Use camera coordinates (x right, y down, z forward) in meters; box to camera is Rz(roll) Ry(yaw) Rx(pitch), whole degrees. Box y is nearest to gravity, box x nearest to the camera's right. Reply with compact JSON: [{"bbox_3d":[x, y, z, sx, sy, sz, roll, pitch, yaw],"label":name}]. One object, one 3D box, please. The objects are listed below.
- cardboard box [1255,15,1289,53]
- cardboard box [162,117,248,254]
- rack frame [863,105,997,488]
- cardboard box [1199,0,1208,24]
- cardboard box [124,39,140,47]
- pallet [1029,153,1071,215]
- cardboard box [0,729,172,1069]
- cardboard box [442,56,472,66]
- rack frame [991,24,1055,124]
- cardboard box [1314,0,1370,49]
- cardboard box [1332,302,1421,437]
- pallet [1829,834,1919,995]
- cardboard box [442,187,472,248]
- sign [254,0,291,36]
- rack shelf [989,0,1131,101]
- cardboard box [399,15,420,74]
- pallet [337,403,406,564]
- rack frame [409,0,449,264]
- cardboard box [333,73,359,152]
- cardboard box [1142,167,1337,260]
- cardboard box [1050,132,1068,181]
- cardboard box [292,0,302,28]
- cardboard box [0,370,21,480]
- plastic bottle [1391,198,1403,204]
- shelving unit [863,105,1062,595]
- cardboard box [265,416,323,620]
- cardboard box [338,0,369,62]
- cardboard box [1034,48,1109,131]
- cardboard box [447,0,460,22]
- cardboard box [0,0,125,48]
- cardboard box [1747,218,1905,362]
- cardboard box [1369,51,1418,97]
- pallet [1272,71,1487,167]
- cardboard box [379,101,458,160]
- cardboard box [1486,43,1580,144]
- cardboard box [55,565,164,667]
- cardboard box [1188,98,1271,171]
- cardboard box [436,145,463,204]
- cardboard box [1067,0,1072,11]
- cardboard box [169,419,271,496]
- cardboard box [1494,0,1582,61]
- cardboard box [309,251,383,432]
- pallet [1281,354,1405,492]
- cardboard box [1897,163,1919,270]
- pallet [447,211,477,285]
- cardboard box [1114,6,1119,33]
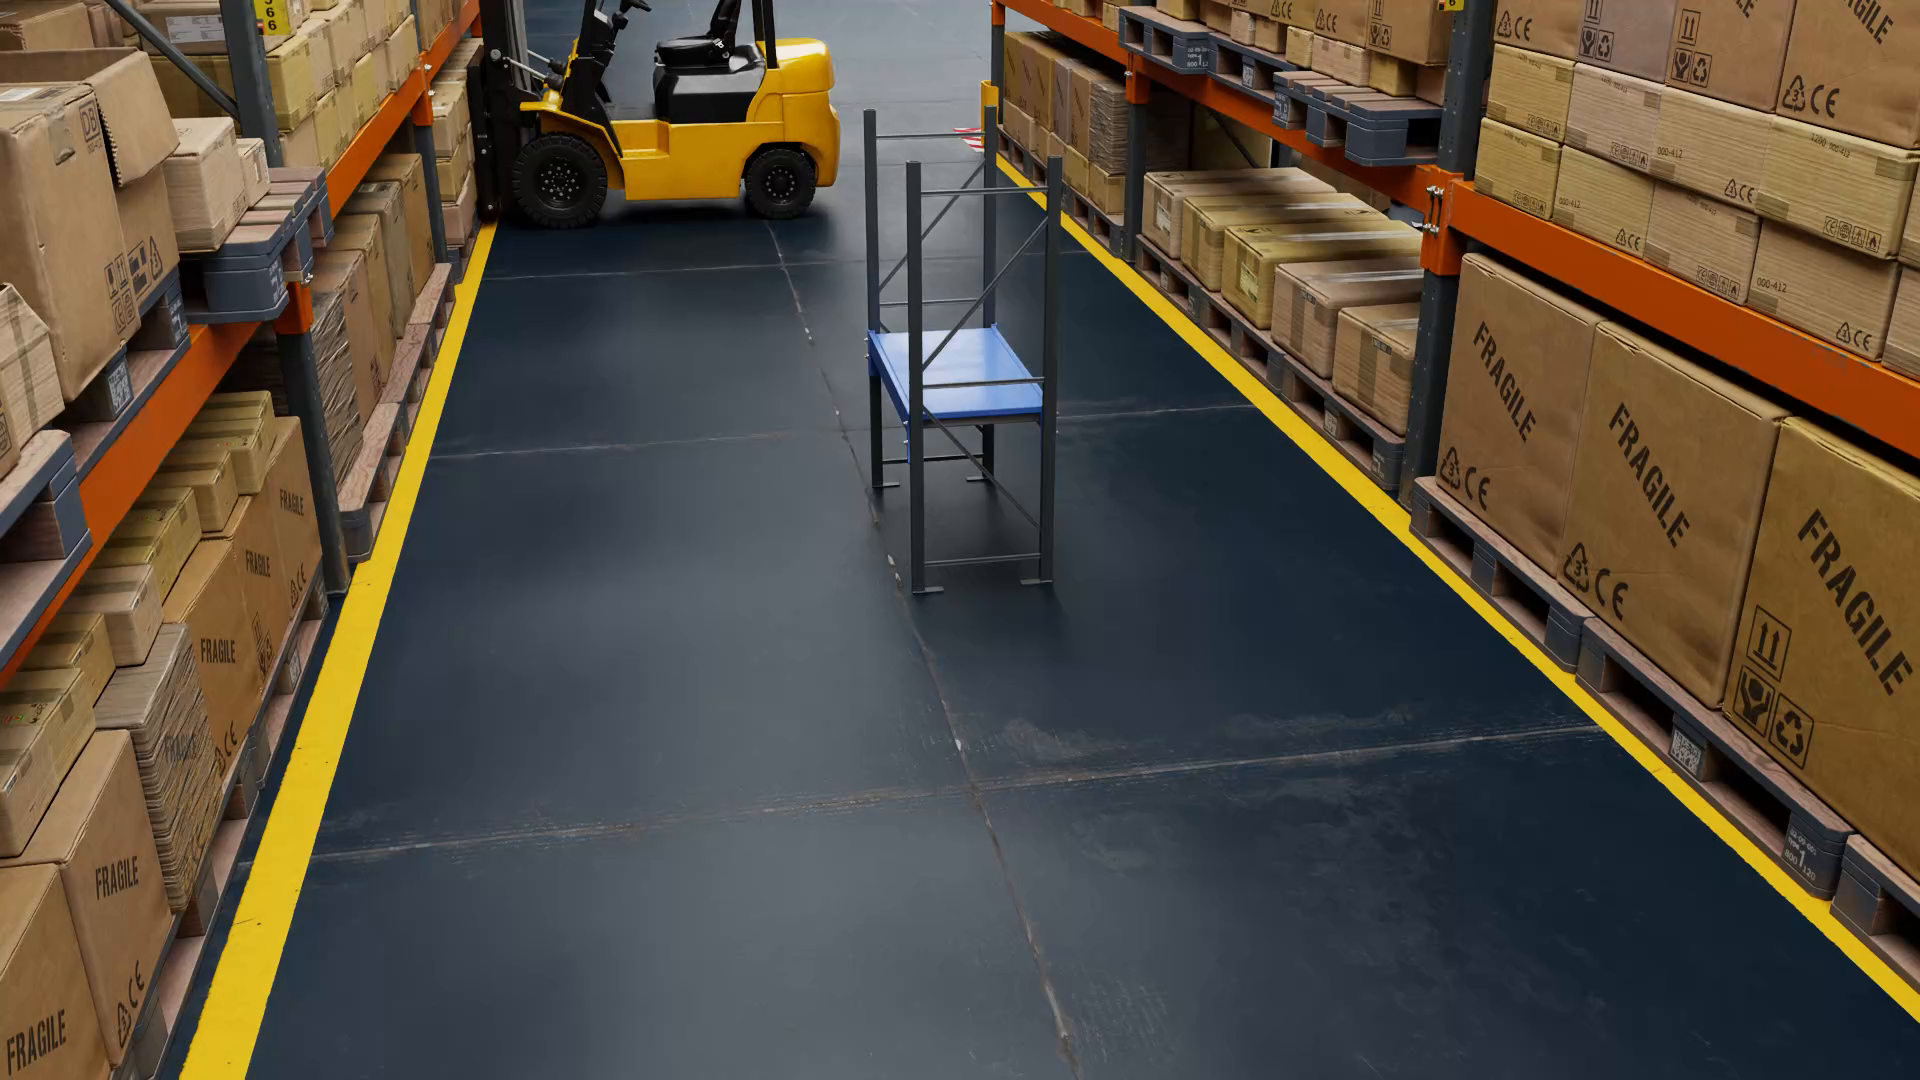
[{"bbox_3d":[1.578,-2.326,7.618,0.380,0.149,0.250,-5,24,-11],"label":"cardboard box"},{"bbox_3d":[-2.130,-0.898,4.221,0.500,0.250,0.500,-5,24,-12],"label":"cardboard box"},{"bbox_3d":[-0.110,-0.921,6.484,0.500,1.500,0.032,-4,24,-10],"label":"rack frame"},{"bbox_3d":[1.451,-2.739,8.563,0.380,0.149,0.250,-3,24,-6],"label":"cardboard box"},{"bbox_3d":[-2.999,-1.482,5.457,0.500,0.250,0.500,-4,24,-9],"label":"cardboard box"},{"bbox_3d":[1.107,-2.572,11.875,1.003,0.211,1.213,-4,24,-10],"label":"pallet"},{"bbox_3d":[-1.968,0.749,3.386,0.500,0.500,0.500,-5,24,-11],"label":"cardboard box"},{"bbox_3d":[-3.528,-3.146,11.368,0.500,0.250,0.500,-4,24,-9],"label":"cardboard box"},{"bbox_3d":[0.755,-4.681,13.219,1.000,3.000,0.127,-4,24,-10],"label":"rack frame"},{"bbox_3d":[1.771,-2.269,6.677,0.500,0.500,0.500,-5,24,-11],"label":"cardboard box"},{"bbox_3d":[2.140,-0.745,6.967,0.950,0.372,0.625,-6,24,-13],"label":"cardboard box"},{"bbox_3d":[2.757,1.019,3.652,1.003,0.211,1.213,-4,24,-10],"label":"pallet"},{"bbox_3d":[-3.147,-1.886,9.730,0.500,0.250,0.500,-4,24,-9],"label":"cardboard box"},{"bbox_3d":[-2.112,-1.703,5.055,0.100,0.325,0.005,-4,24,-10],"label":"sign"},{"bbox_3d":[1.125,-3.564,11.562,1.077,0.370,4.000,-4,24,-10],"label":"rack shelf"},{"bbox_3d":[-3.033,-2.491,8.393,0.500,0.250,0.500,-4,24,-9],"label":"cardboard box"},{"bbox_3d":[-2.757,-0.214,6.476,1.003,0.211,1.213,-4,24,-10],"label":"pallet"},{"bbox_3d":[-3.383,-2.738,8.772,1.000,3.000,0.127,-4,24,-10],"label":"rack frame"},{"bbox_3d":[-2.675,-1.689,6.558,0.500,0.250,0.500,-5,24,-11],"label":"cardboard box"},{"bbox_3d":[1.594,-1.889,9.587,0.950,0.372,0.625,-4,24,-9],"label":"cardboard box"},{"bbox_3d":[0.923,-2.661,11.507,0.500,0.250,0.500,-4,24,-9],"label":"cardboard box"},{"bbox_3d":[-2.536,-1.859,5.824,0.380,0.149,0.250,-4,24,-8],"label":"cardboard box"},{"bbox_3d":[-1.869,-0.241,2.403,0.700,0.500,0.500,-4,24,-9],"label":"cardboard box"},{"bbox_3d":[3.099,-2.407,11.685,0.133,0.061,0.283,0,24,-1],"label":"plastic bottle"},{"bbox_3d":[-0.016,-0.721,6.027,0.538,1.500,1.048,-4,24,-10],"label":"shelving unit"},{"bbox_3d":[-2.354,-0.062,5.242,0.500,0.500,0.500,-4,24,-8],"label":"cardboard box"},{"bbox_3d":[-2.775,-2.121,6.922,0.500,0.250,0.500,-4,24,-9],"label":"cardboard box"},{"bbox_3d":[0.823,-3.206,11.818,0.500,0.500,0.500,-4,24,-9],"label":"cardboard box"},{"bbox_3d":[-3.488,-3.580,10.575,0.500,0.500,0.500,-4,24,-9],"label":"cardboard box"},{"bbox_3d":[-2.902,-1.621,5.279,0.380,0.149,0.250,-4,24,-8],"label":"cardboard box"},{"bbox_3d":[2.376,-0.653,4.184,0.500,0.250,0.500,-4,24,-10],"label":"cardboard box"},{"bbox_3d":[1.822,-1.823,6.465,0.380,0.149,0.250,-4,24,-9],"label":"cardboard box"},{"bbox_3d":[1.998,-1.718,6.677,1.213,0.211,1.003,-4,24,-10],"label":"pallet"},{"bbox_3d":[-3.164,-2.343,9.527,0.500,0.250,0.500,-5,24,-11],"label":"cardboard box"},{"bbox_3d":[2.085,-1.477,5.446,0.500,0.250,0.500,-4,24,-10],"label":"cardboard box"},{"bbox_3d":[-2.085,0.190,3.856,0.380,0.149,0.250,-5,24,-12],"label":"cardboard box"},{"bbox_3d":[1.651,-2.635,10.510,0.500,0.500,0.500,-3,24,-7],"label":"cardboard box"},{"bbox_3d":[-3.169,-2.113,9.627,0.500,0.250,0.500,-4,24,-10],"label":"cardboard box"},{"bbox_3d":[0.927,-3.598,11.055,0.380,0.149,0.250,-5,24,-11],"label":"cardboard box"},{"bbox_3d":[-2.222,-0.229,4.814,0.380,0.149,0.250,-6,24,-12],"label":"cardboard box"},{"bbox_3d":[2.085,-1.826,5.309,0.500,0.500,0.500,-5,24,-12],"label":"cardboard box"},{"bbox_3d":[-2.874,-0.772,6.712,0.875,0.625,0.625,-4,24,-8],"label":"cardboard box"},{"bbox_3d":[2.091,-0.564,7.277,1.003,0.211,1.213,-4,24,-10],"label":"pallet"},{"bbox_3d":[2.452,-0.676,3.612,0.500,0.250,0.500,-4,24,-8],"label":"cardboard box"},{"bbox_3d":[-3.489,-1.777,10.054,1.003,0.211,1.213,-4,24,-10],"label":"pallet"},{"bbox_3d":[1.136,-3.096,9.905,0.380,0.149,0.250,-5,24,-10],"label":"cardboard box"}]
